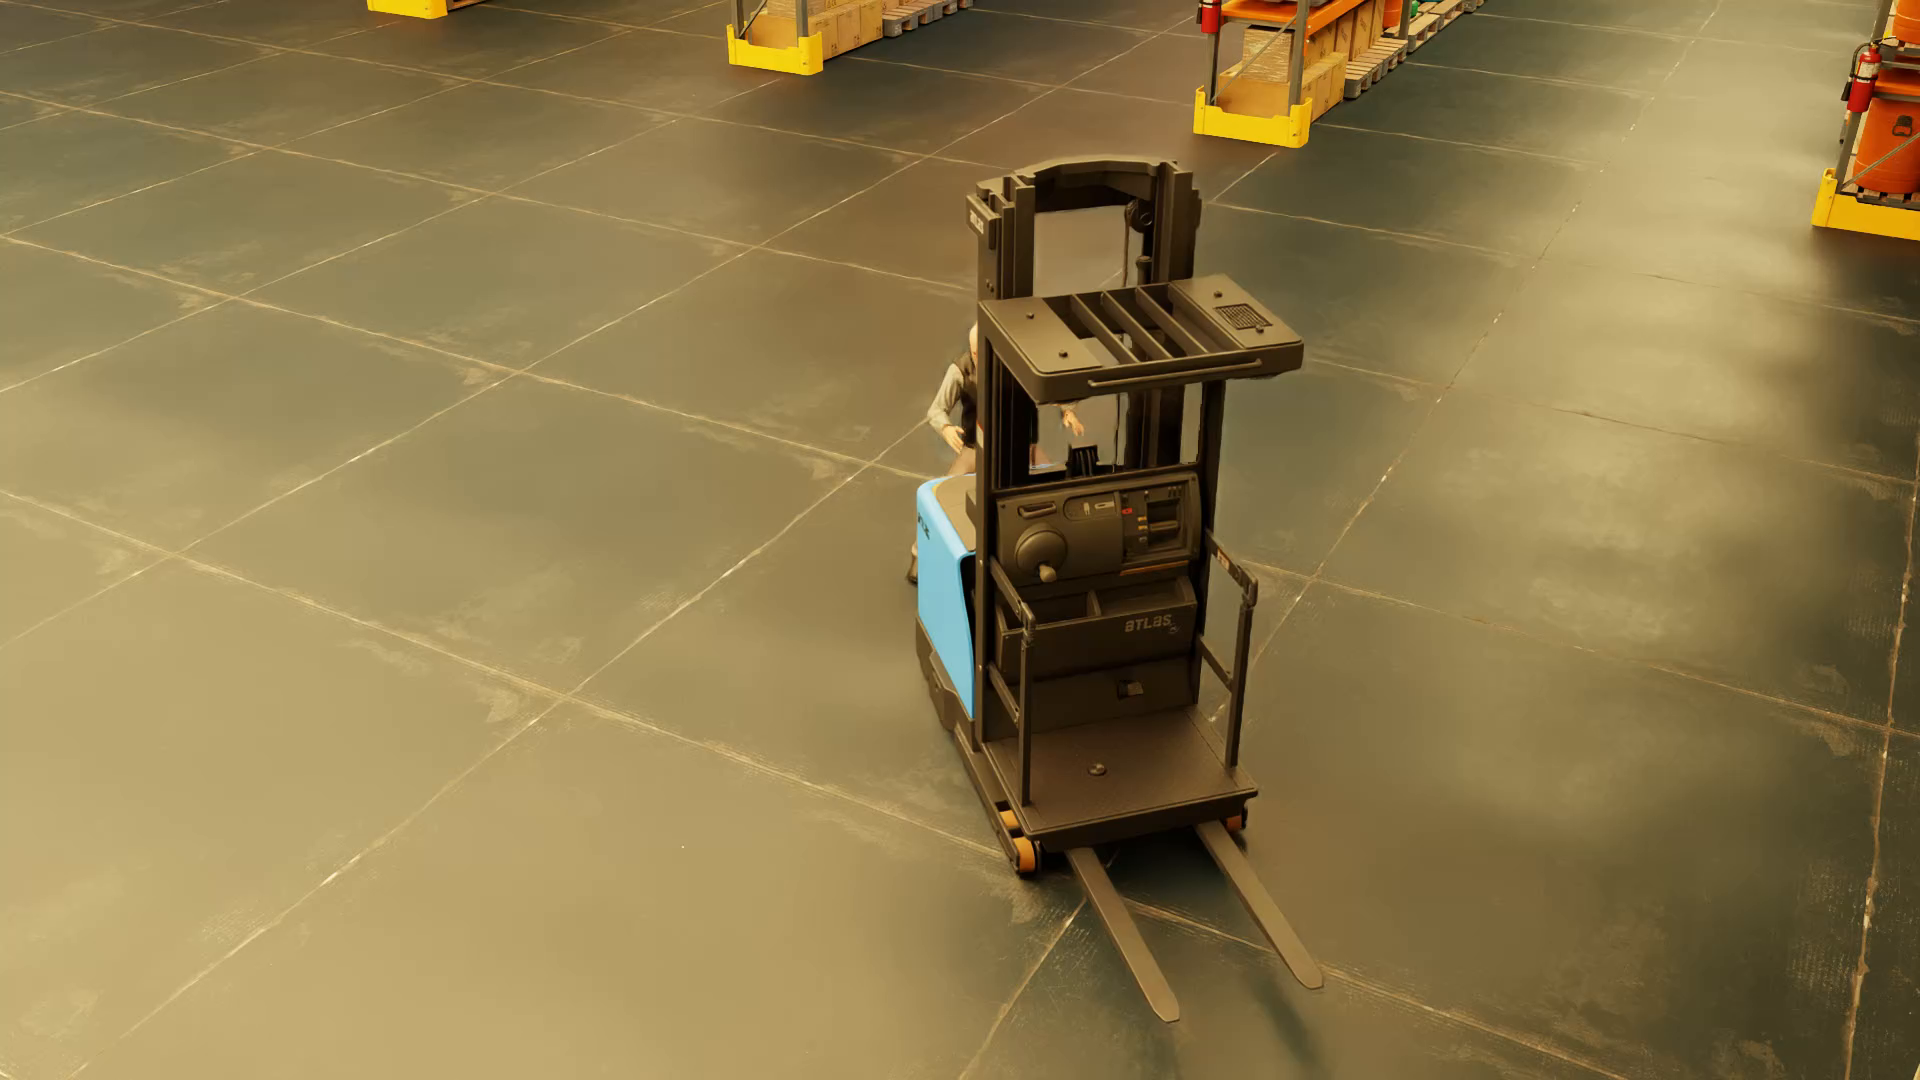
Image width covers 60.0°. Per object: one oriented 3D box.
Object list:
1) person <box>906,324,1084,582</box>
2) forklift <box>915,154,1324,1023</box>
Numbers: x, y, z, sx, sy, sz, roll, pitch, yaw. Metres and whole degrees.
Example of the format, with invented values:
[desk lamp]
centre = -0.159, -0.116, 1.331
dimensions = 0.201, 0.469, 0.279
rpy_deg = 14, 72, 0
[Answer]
[person]
centre = 0.194, -0.484, 9.343
dimensions = 0.988, 1.503, 0.771
rpy_deg = 2, 30, 4
[forklift]
centre = 0.675, -0.003, 7.075
dimensions = 1.130, 2.935, 3.031
rpy_deg = -8, 31, -14
